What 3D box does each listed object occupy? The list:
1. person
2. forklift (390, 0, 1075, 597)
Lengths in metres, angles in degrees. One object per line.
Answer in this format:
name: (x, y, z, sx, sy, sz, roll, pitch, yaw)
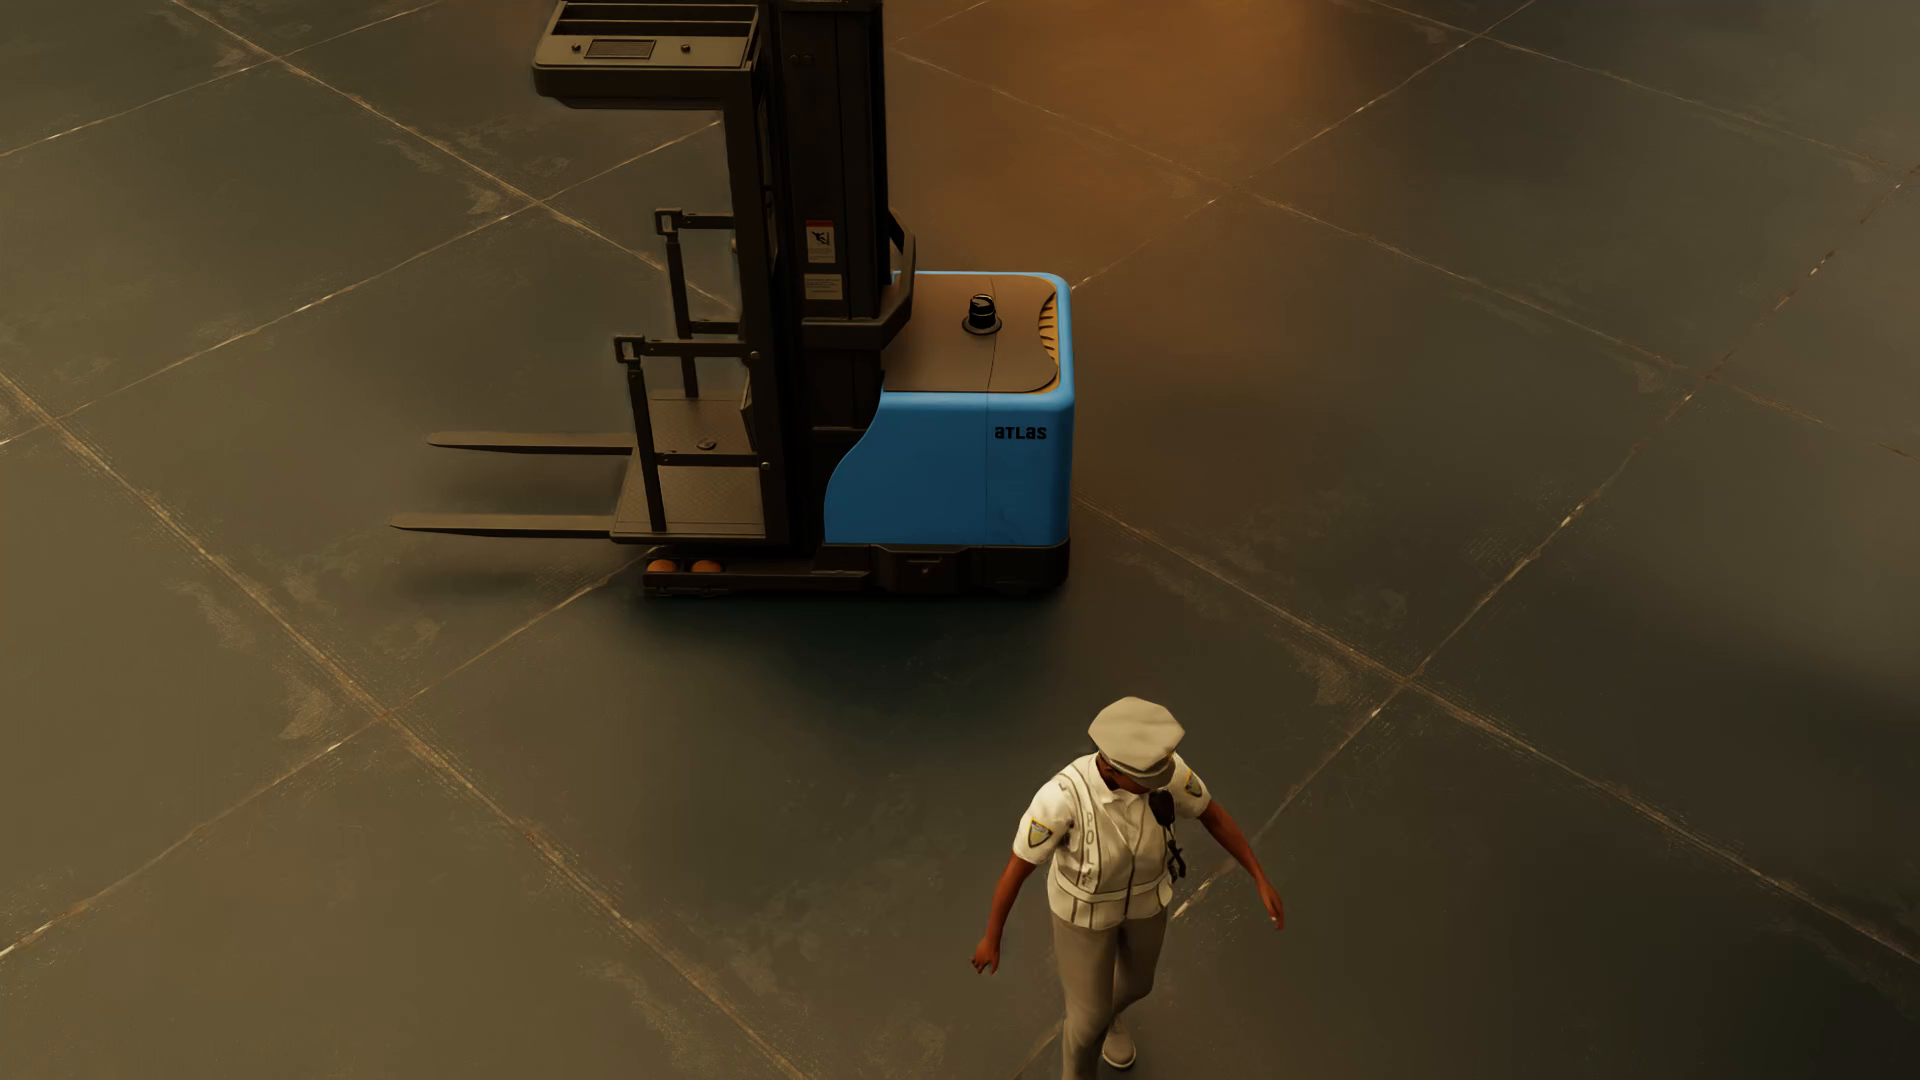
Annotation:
person: (0.476, 1.193, 5.079, 0.899, 1.692, 0.552, -13, 42, -14)
forklift: (-1.023, -1.203, 6.831, 3.031, 2.935, 1.130, 1, 41, 1)
